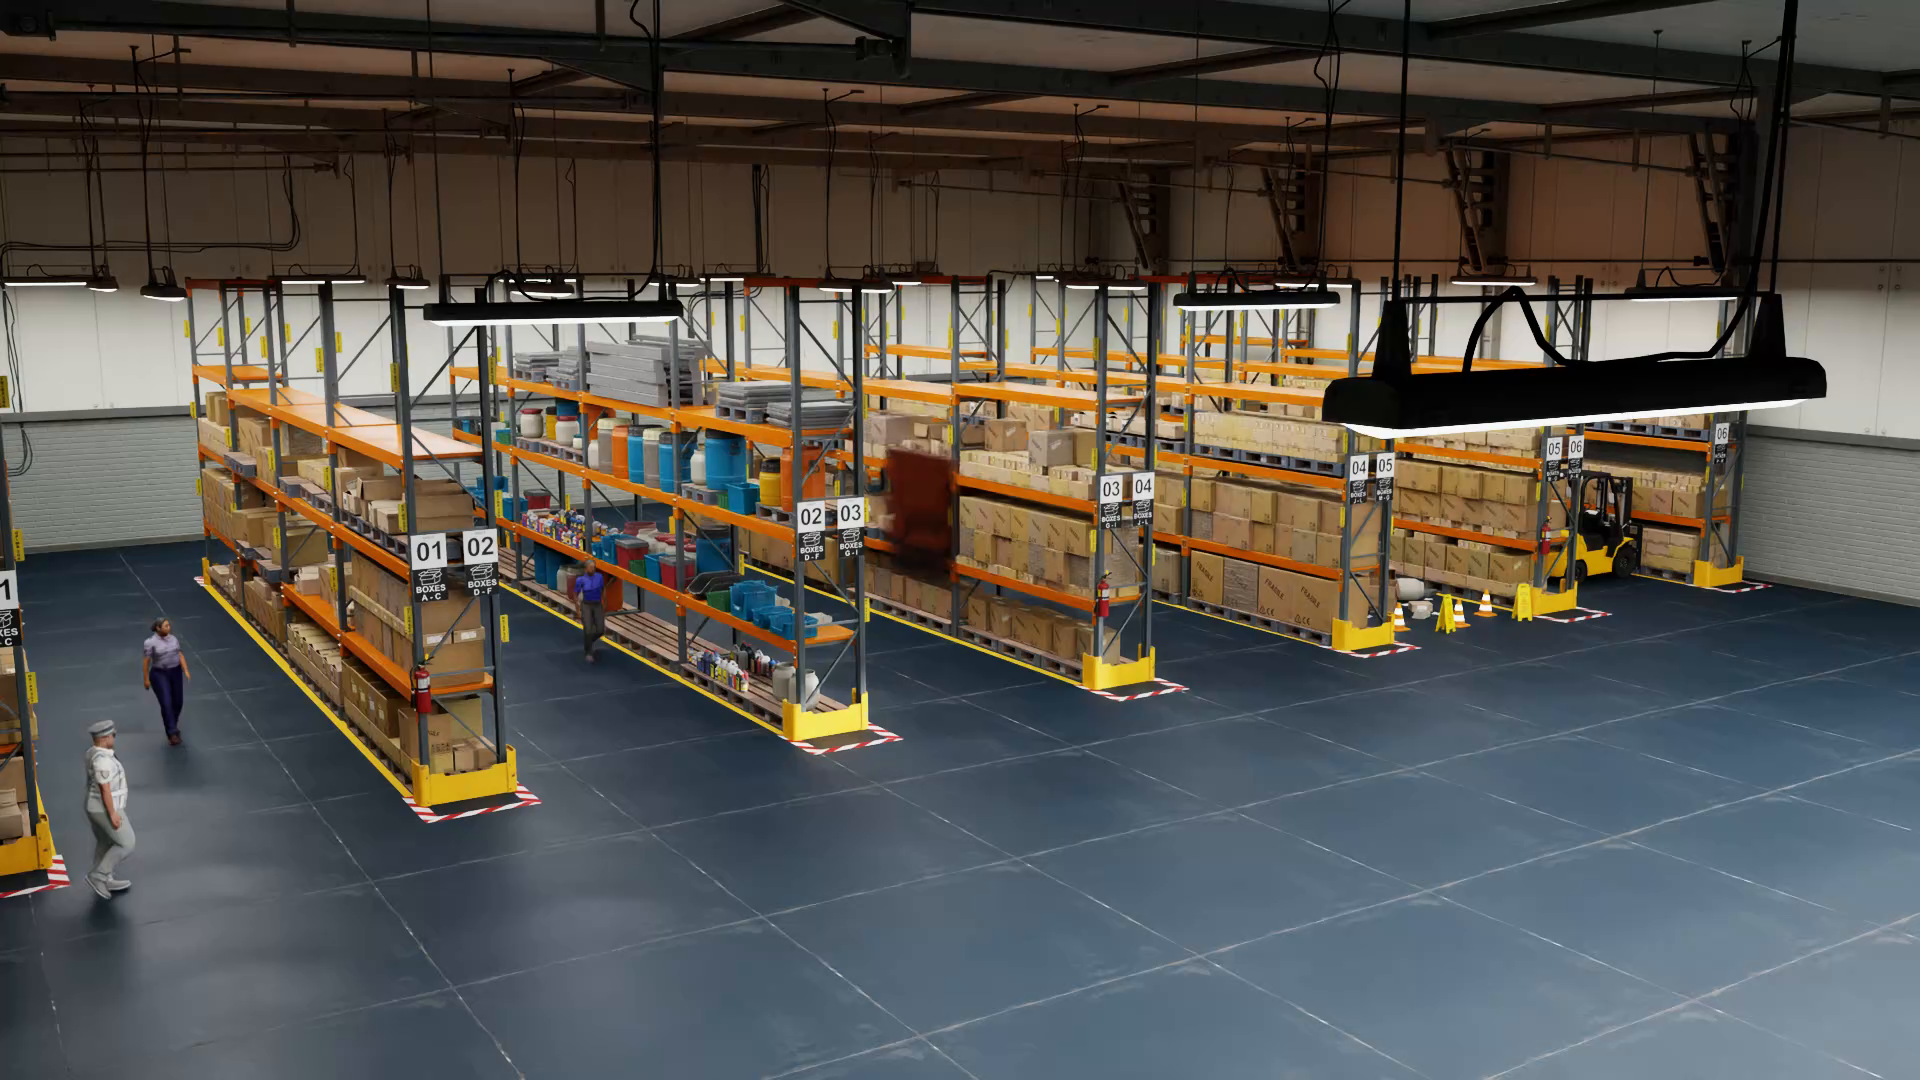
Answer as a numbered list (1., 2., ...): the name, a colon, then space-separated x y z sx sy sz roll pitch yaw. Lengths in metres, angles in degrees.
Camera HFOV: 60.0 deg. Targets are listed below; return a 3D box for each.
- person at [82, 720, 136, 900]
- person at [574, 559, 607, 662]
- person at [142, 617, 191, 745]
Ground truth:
1. person: -8.577 2.690 16.651 0.471 1.766 0.570 -7 12 -35
2. person: -5.936 1.095 26.659 0.540 1.641 0.535 -6 11 -31
3. person: -10.542 1.859 22.203 0.774 1.634 0.523 7 12 35
